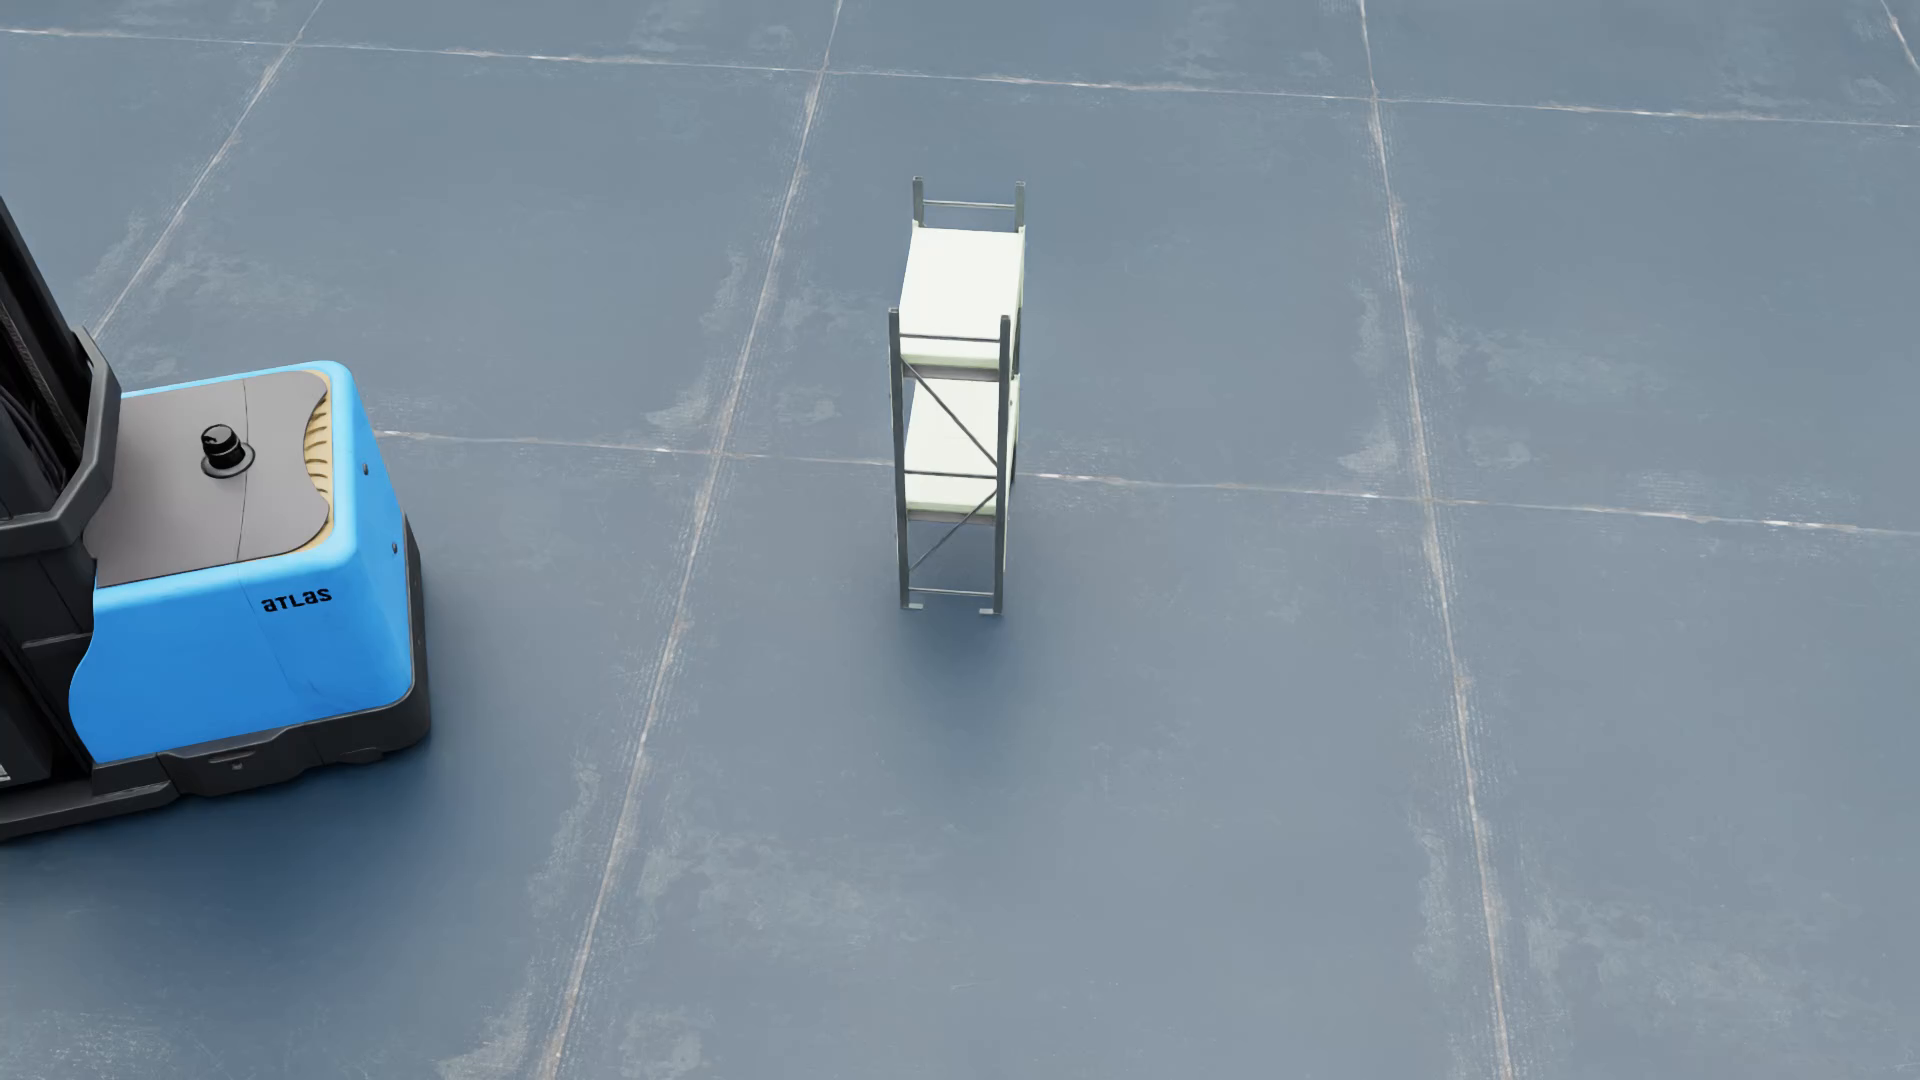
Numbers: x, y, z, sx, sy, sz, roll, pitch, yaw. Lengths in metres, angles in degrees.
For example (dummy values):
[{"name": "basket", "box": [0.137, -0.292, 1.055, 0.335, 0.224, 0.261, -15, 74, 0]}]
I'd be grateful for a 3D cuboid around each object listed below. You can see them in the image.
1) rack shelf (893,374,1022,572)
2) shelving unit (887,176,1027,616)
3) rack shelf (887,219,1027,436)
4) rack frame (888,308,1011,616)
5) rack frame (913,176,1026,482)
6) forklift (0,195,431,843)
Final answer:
[{"name": "rack shelf", "box": [-0.001, -0.281, 6.459, 0.431, 0.370, 0.720, 4, 48, 4]}, {"name": "shelving unit", "box": [-0.001, -0.501, 6.218, 0.431, 1.500, 0.755, 4, 48, 4]}, {"name": "rack shelf", "box": [-0.001, -0.765, 5.930, 0.431, 0.370, 0.720, 4, 48, 4]}, {"name": "rack frame", "box": [-0.034, -0.232, 5.972, 0.400, 1.500, 0.023, 4, 48, 4]}, {"name": "rack frame", "box": [0.033, -0.770, 6.464, 0.400, 1.500, 0.023, 4, 48, 4]}, {"name": "forklift", "box": [-3.506, -0.294, 5.059, 3.031, 2.935, 1.130, -11, 49, -10]}]
